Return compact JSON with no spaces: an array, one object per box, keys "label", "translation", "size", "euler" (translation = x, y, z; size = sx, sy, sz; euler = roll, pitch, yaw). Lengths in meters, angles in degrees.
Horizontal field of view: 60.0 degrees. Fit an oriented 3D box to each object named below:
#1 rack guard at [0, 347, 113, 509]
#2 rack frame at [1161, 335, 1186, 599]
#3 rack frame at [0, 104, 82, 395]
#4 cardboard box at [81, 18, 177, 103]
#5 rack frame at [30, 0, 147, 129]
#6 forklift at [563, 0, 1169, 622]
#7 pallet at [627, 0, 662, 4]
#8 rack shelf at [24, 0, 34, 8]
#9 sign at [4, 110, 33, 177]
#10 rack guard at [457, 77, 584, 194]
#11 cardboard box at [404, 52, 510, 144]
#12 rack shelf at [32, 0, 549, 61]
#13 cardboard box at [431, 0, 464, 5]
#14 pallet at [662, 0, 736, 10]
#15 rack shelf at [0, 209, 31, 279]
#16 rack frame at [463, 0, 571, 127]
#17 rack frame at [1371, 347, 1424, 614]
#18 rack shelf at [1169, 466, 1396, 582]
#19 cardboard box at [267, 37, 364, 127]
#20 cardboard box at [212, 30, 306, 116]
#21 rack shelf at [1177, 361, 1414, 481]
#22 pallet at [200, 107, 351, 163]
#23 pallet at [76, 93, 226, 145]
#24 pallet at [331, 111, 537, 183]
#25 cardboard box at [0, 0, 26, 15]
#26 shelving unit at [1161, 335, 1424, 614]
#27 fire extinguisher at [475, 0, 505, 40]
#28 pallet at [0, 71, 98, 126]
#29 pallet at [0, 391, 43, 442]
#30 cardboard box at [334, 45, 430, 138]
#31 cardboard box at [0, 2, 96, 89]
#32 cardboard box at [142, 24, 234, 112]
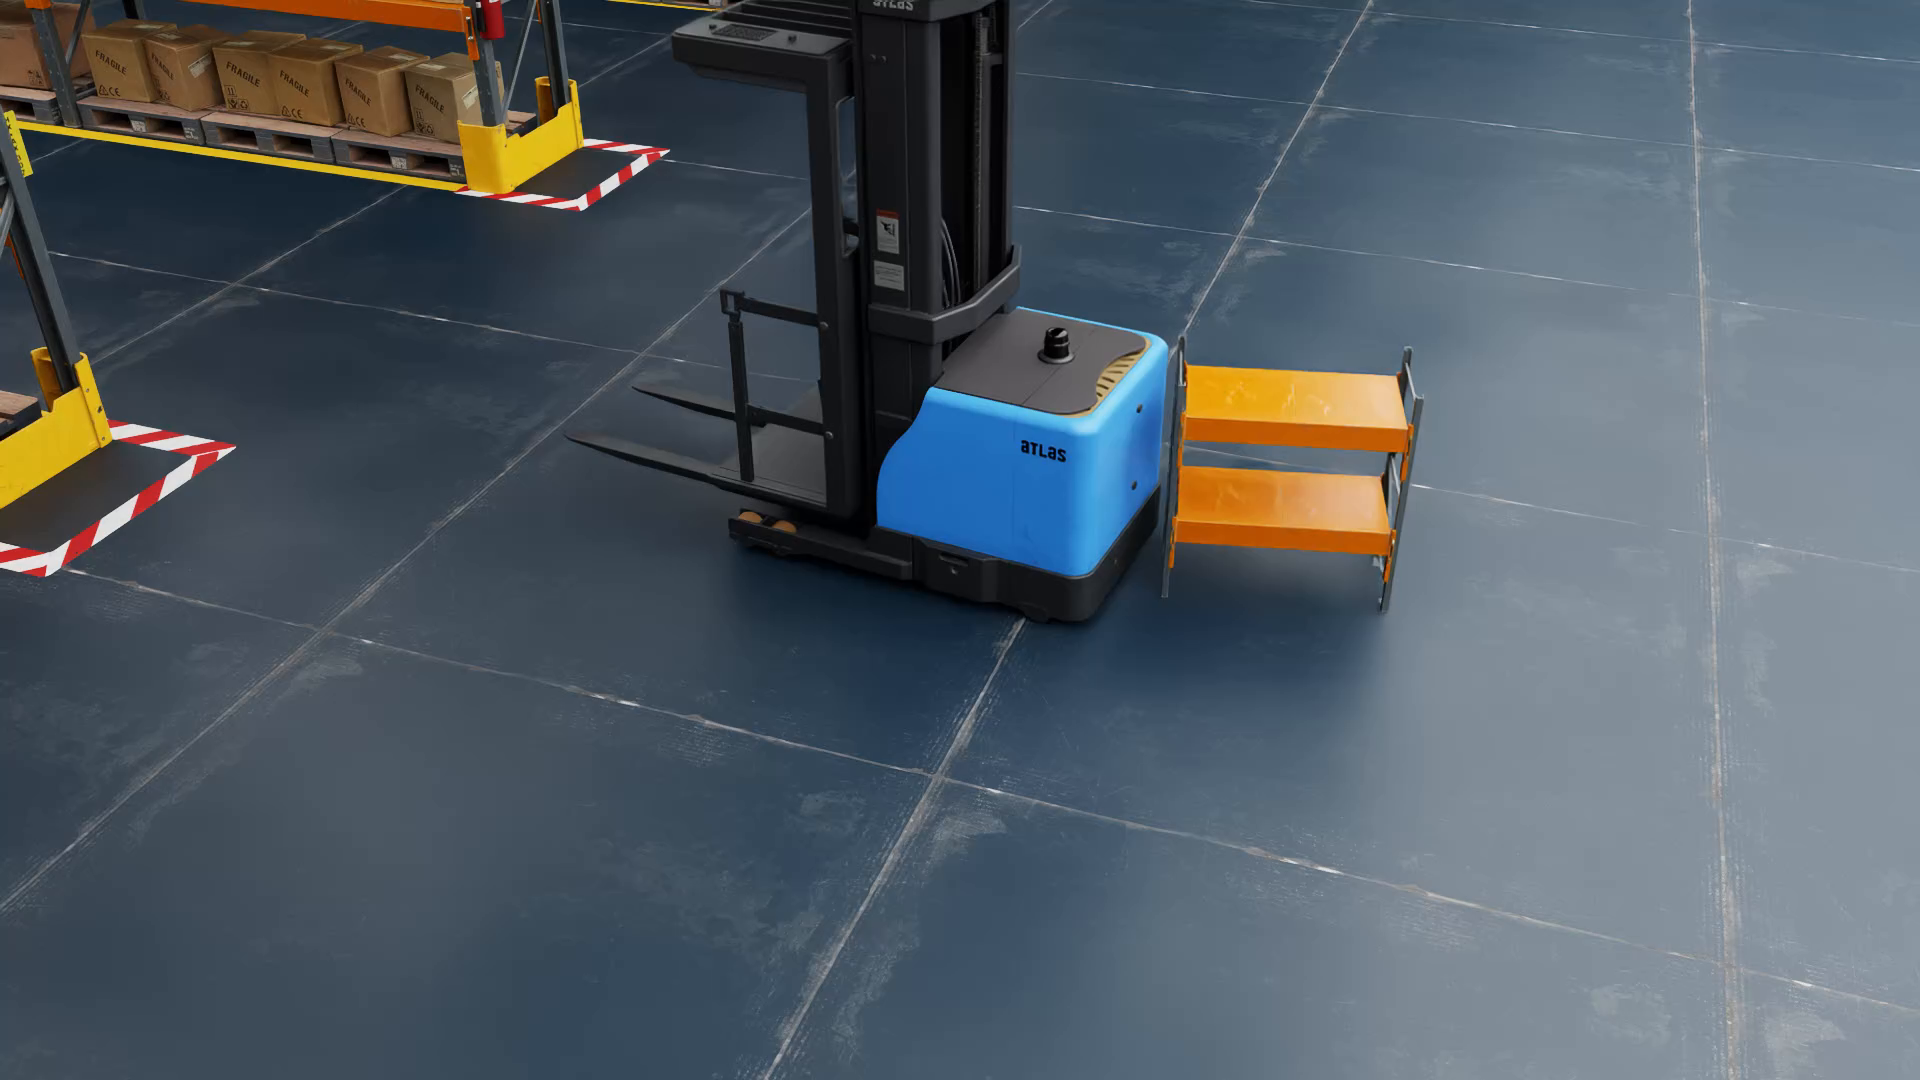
[{"label":"rack guard","translation":[-4.978,-0.507,8.574],"size":[0.348,0.500,1.175],"euler":[11,34,16]},{"label":"rack frame","translation":[0.990,-0.331,7.726],"size":[0.032,1.125,0.500],"euler":[4,33,6]},{"label":"rack frame","translation":[-4.890,-1.567,7.911],"size":[0.127,3.000,1.000],"euler":[11,34,16]},{"label":"cardboard box","translation":[-6.622,-3.860,13.381],"size":[0.500,0.500,0.500],"euler":[10,34,15]},{"label":"rack frame","translation":[-6.985,-4.828,12.962],"size":[0.127,3.000,1.000],"euler":[11,34,16]},{"label":"forklift","translation":[-0.570,-1.396,7.710],"size":[3.031,2.935,1.130],"euler":[15,36,22]},{"label":"pallet","translation":[-3.375,-5.769,16.991],"size":[1.213,0.211,1.003],"euler":[11,34,16]},{"label":"rack shelf","translation":[-8.868,-4.892,13.724],"size":[4.000,0.370,1.077],"euler":[11,34,16]},{"label":"sign","translation":[-4.701,-1.963,8.270],"size":[0.005,0.325,0.100],"euler":[11,34,16]},{"label":"rack guard","translation":[-3.291,-3.060,12.528],"size":[0.348,0.500,1.175],"euler":[11,34,16]},{"label":"cardboard box","translation":[-3.802,-3.345,12.583],"size":[0.500,0.500,0.500],"euler":[18,37,25]},{"label":"rack shelf","translation":[-5.102,-4.160,12.590],"size":[4.000,0.370,1.077],"euler":[11,34,16]},{"label":"cardboard box","translation":[-3.557,-3.937,11.814],"size":[0.250,0.149,0.380],"euler":[11,34,16]},{"label":"pallet","translation":[-2.230,-5.545,16.644],"size":[1.213,0.211,1.003],"euler":[11,34,16]},{"label":"rack shelf","translation":[-6.773,-1.631,8.673],"size":[4.000,0.370,1.077],"euler":[11,34,16]},{"label":"rack frame","translation":[-3.219,-4.096,11.828],"size":[0.127,3.000,1.000],"euler":[11,34,16]},{"label":"rack frame","translation":[2.000,-0.267,7.626],"size":[0.032,1.125,0.500],"euler":[4,33,6]},{"label":"rack shelf","translation":[1.495,-0.094,7.809],"size":[1.000,0.278,0.538],"euler":[4,33,6]},{"label":"cardboard box","translation":[-4.959,-3.561,12.917],"size":[0.500,0.500,0.500],"euler":[14,35,21]},{"label":"cardboard box","translation":[-5.469,-3.686,13.111],"size":[0.500,0.500,0.500],"euler":[8,34,12]},{"label":"rack shelf","translation":[1.495,-0.545,7.517],"size":[1.000,0.278,0.538],"euler":[4,33,6]},{"label":"pallet","translation":[-5.188,-3.329,13.212],"size":[1.213,0.211,1.003],"euler":[11,34,16]},{"label":"pallet","translation":[-6.341,-3.551,13.556],"size":[1.213,0.211,1.003],"euler":[11,34,16]},{"label":"pallet","translation":[-4.044,-3.105,12.864],"size":[1.213,0.211,1.003],"euler":[11,34,16]},{"label":"cardboard box","translation":[-7.998,-4.183,13.862],"size":[0.500,0.500,0.700],"euler":[11,34,16]},{"label":"shelving unit","translation":[1.495,-0.299,7.676],"size":[1.048,1.125,0.538],"euler":[4,33,6]},{"label":"fire extinguisher","translation":[-3.267,-3.807,11.452],"size":[0.183,0.674,0.296],"euler":[11,34,16]},{"label":"pallet","translation":[-7.718,-3.798,13.938],"size":[1.213,0.211,1.003],"euler":[11,34,16]},{"label":"pallet","translation":[-5.741,-0.537,8.886],"size":[1.213,0.211,1.003],"euler":[11,34,16]},{"label":"cardboard box","translation":[-4.376,-3.437,12.725],"size":[0.500,0.500,0.500],"euler":[21,38,29]},{"label":"cardboard box","translation":[-7.556,-4.086,13.712],"size":[0.500,0.500,0.700],"euler":[8,34,13]},{"label":"cardboard box","translation":[-6.080,-3.760,13.225],"size":[0.500,0.500,0.500],"euler":[23,39,31]}]
